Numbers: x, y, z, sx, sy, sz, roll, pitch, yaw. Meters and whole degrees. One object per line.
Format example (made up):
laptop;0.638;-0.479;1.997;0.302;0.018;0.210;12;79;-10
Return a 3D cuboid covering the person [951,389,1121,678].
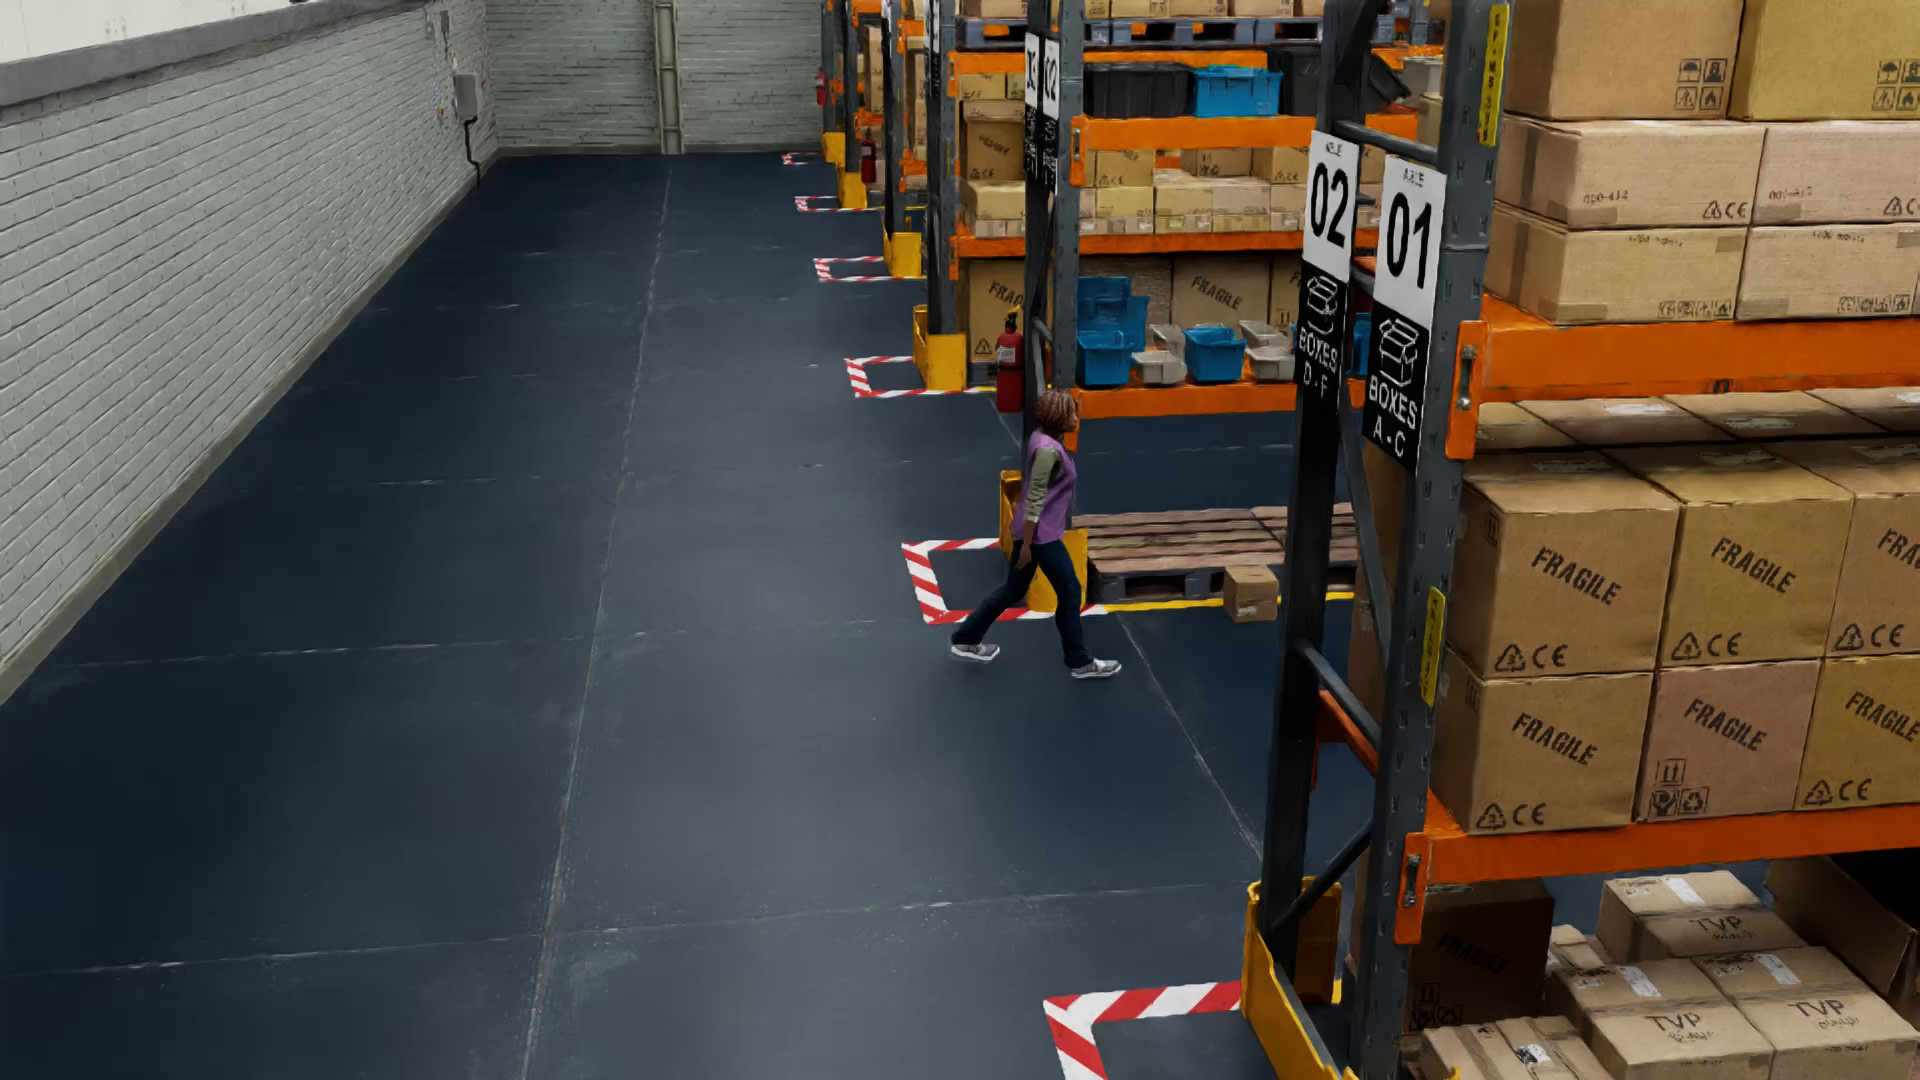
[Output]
person;0.402;-0.039;8.691;0.904;1.550;0.426;-1;20;-3
